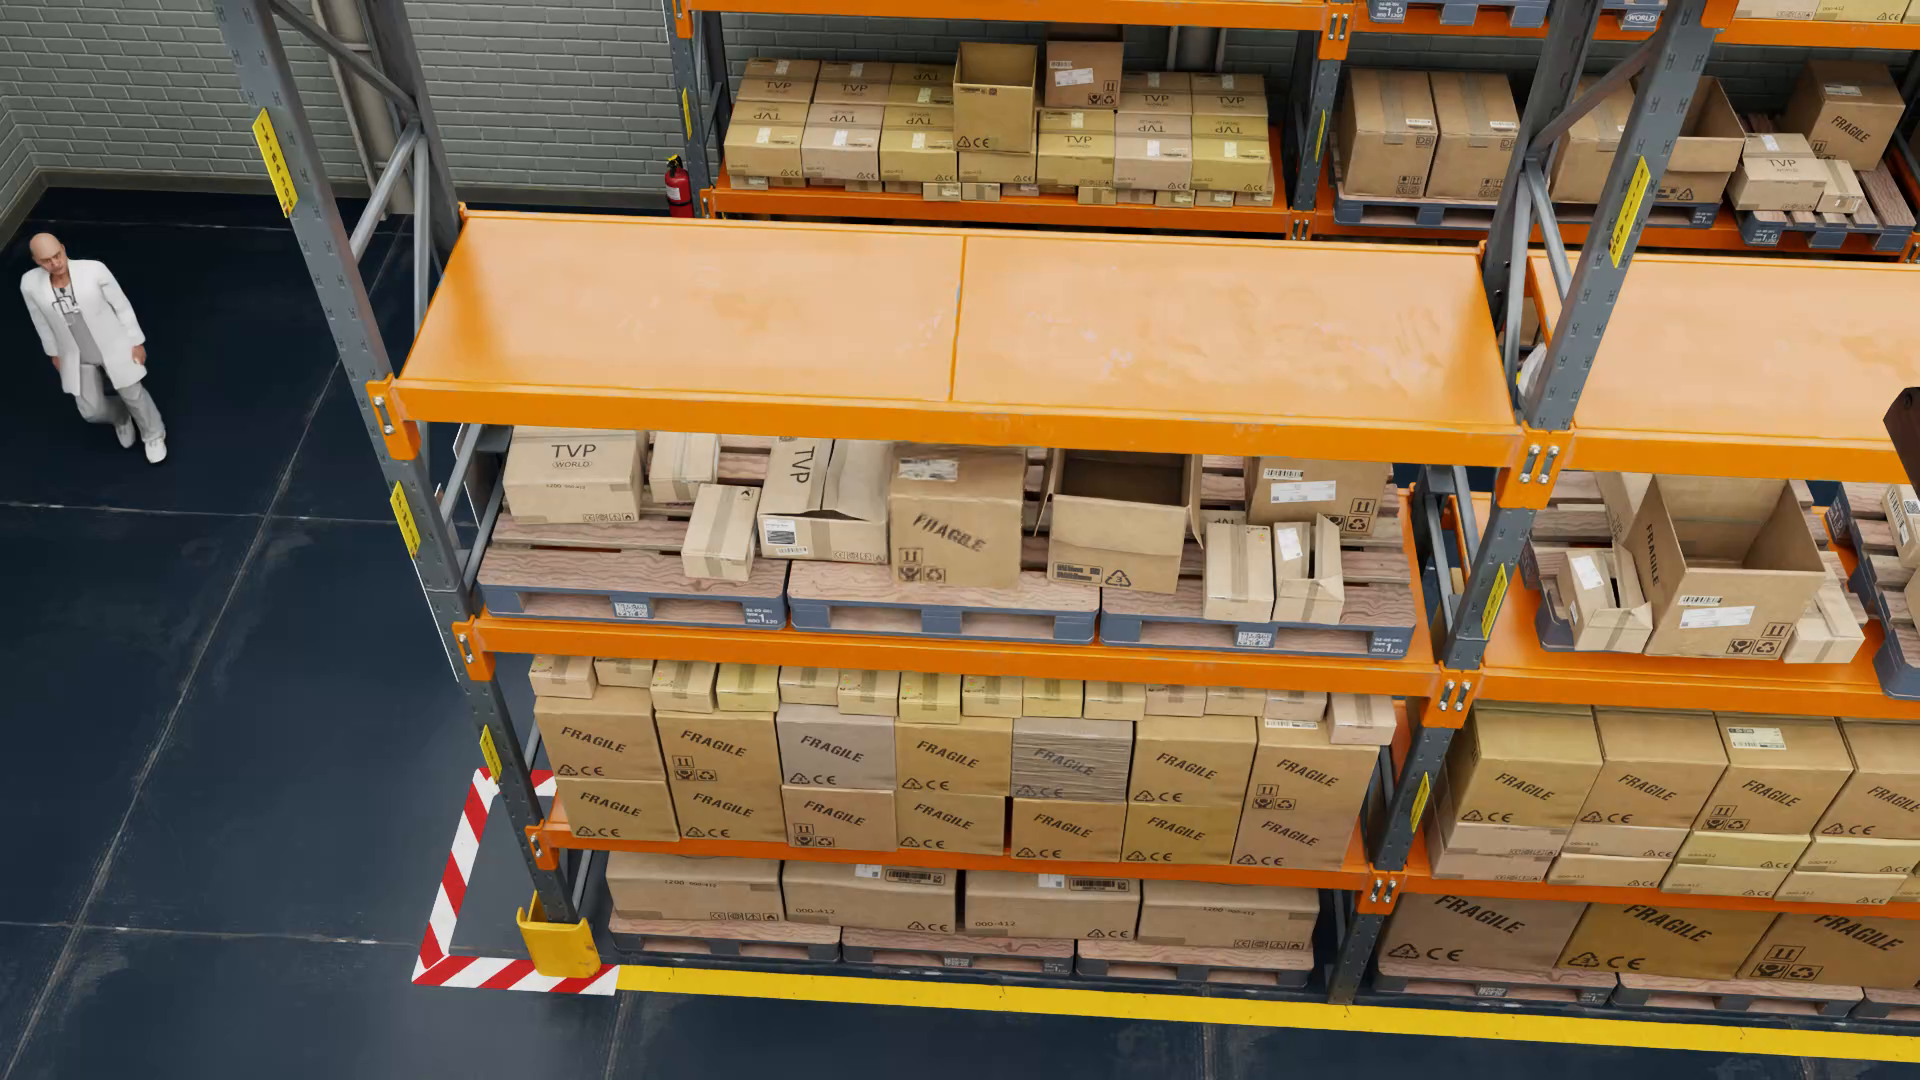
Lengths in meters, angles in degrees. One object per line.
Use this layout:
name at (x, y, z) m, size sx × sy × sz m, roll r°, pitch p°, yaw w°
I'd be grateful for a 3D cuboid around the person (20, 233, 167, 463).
person at (-5.516, -1.212, 10.622) m, size 0.610 × 1.788 × 0.532 m, roll -11°, pitch 49°, yaw -10°

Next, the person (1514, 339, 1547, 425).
person at (3.610, -0.987, 10.467) m, size 0.700 × 1.747 × 0.598 m, roll 17°, pitch 50°, yaw 15°
